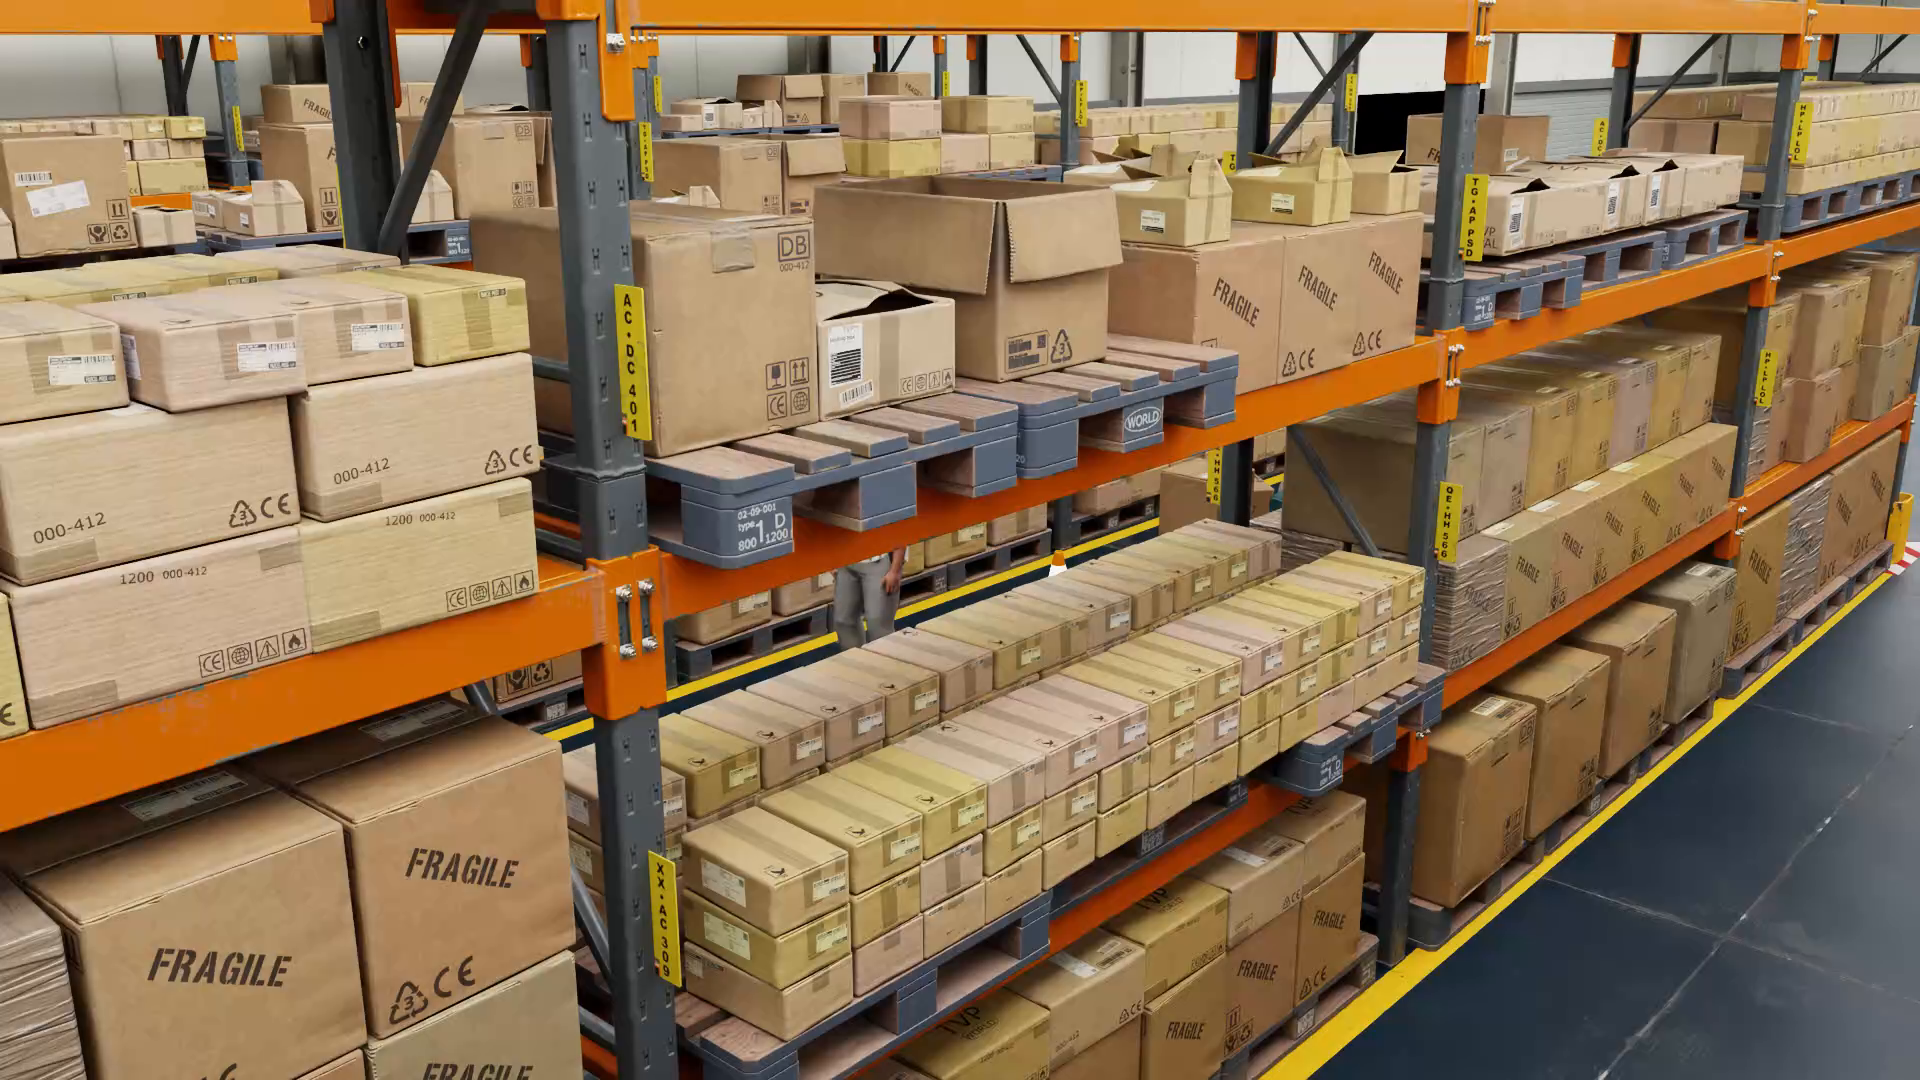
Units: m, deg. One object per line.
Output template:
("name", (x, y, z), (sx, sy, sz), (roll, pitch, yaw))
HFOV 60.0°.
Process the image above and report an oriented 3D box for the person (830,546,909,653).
("person", (-0.552, 0.131, 10.094), (0.586, 1.748, 0.439), (15, 22, 40))
